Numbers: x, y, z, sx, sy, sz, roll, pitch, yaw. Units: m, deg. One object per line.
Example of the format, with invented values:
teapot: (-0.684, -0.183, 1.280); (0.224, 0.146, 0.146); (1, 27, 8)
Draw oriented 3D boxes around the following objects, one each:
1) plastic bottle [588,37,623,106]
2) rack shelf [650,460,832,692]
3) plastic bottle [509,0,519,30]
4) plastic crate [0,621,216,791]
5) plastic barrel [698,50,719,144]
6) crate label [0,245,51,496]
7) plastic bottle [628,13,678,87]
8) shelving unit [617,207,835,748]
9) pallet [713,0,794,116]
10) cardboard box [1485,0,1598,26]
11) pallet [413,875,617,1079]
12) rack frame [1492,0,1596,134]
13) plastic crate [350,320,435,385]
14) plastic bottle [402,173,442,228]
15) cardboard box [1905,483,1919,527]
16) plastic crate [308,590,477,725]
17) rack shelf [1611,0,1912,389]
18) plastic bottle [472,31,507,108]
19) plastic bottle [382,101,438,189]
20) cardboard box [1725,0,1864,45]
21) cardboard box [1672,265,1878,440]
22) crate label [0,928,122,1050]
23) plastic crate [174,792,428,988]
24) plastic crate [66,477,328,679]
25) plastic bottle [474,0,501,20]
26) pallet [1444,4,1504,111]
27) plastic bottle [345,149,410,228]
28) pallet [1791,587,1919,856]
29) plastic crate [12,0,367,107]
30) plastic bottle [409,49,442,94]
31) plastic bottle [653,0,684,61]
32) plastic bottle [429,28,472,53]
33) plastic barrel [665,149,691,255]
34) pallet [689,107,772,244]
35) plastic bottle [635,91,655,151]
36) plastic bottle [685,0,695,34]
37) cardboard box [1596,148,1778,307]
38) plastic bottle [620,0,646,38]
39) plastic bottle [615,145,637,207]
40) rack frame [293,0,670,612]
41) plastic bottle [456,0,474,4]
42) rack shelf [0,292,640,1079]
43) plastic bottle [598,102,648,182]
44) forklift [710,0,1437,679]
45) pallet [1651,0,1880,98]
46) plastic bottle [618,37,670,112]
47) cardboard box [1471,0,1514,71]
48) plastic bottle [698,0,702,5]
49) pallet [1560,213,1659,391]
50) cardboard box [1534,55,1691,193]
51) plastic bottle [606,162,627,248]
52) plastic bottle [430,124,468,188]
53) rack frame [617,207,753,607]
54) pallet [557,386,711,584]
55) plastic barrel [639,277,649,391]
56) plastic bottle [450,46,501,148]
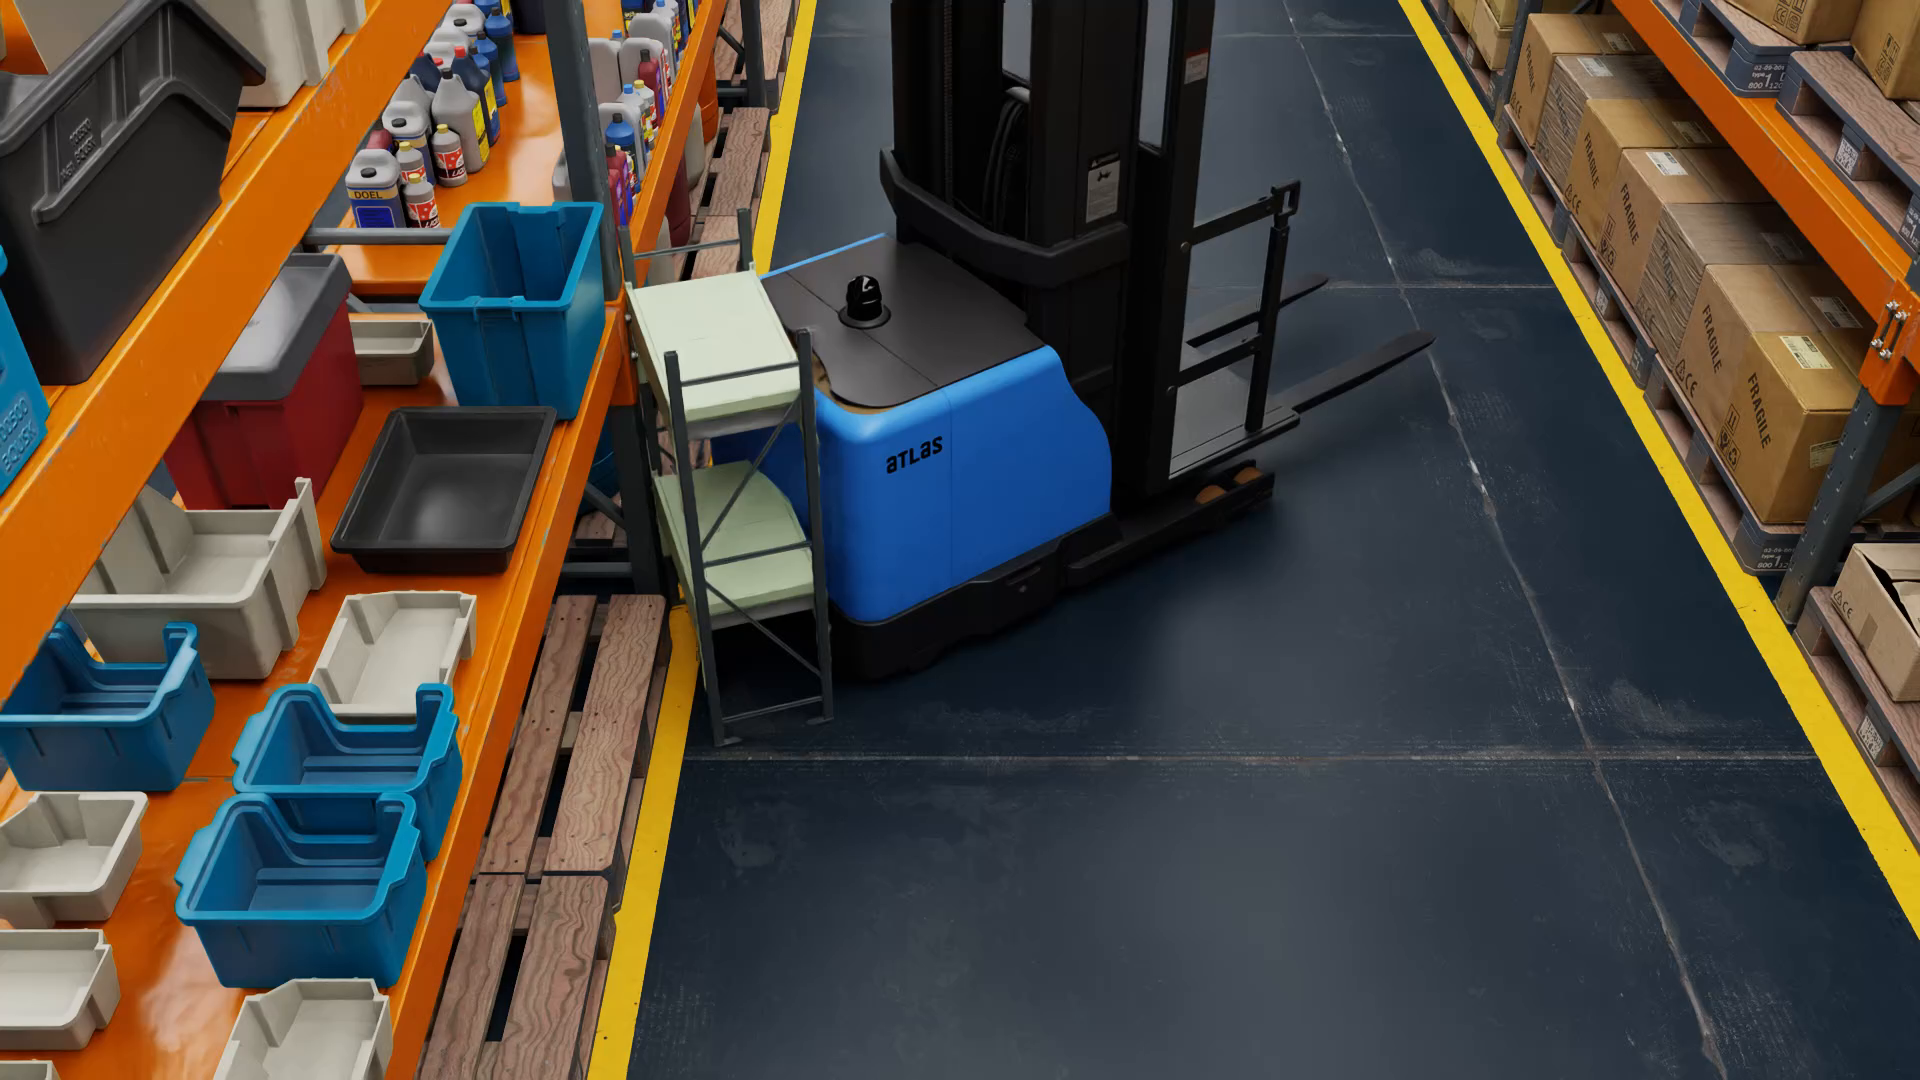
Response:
plastic bottle: (-1.312, -1.722, 6.099); (0.152, 0.276, 0.135); (0, 39, 0)
rack shelf: (-0.723, 0.080, 5.445); (0.431, 0.370, 0.720); (-12, 41, -15)
plastic bottle: (-1.866, -2.217, 6.717); (0.152, 0.276, 0.135); (0, 39, 0)
plastic crate: (-1.794, 0.357, 3.491); (0.416, 0.233, 0.300); (0, 39, 0)
plastic barrel: (-1.527, -2.414, 8.264); (0.600, 0.830, 0.708); (0, 39, 0)
crate label: (-1.213, -0.090, 1.684); (0.408, 0.251, 0.502); (0, 39, 0)
plastic bottle: (-1.161, -1.867, 6.280); (0.152, 0.276, 0.135); (0, 39, 0)
shelving unit: (-0.722, -0.173, 5.240); (0.431, 1.500, 0.755); (-12, 41, -15)
pallet: (-1.506, -2.799, 9.575); (1.003, 0.211, 1.213); (0, 39, 0)
cardboard box: (3.162, -3.042, 9.061); (0.500, 0.311, 0.500); (1, 39, 1)
pallet: (-1.496, 1.411, 4.320); (1.003, 0.211, 1.213); (0, 39, 0)
rack frame: (3.409, -3.404, 8.100); (1.000, 3.000, 0.127); (0, 39, 0)
plastic crate: (-1.682, -0.531, 4.677); (0.396, 0.136, 0.243); (0, 39, 0)
plastic bottle: (-1.739, -1.082, 5.361); (0.097, 0.201, 0.097); (0, 39, 0)
cardboard box: (3.657, -0.402, 6.000); (0.500, 0.500, 0.500); (-2, 39, -2)
plastic crate: (-1.237, 0.266, 3.682); (0.293, 0.136, 0.466); (0, 39, 0)
rack shelf: (3.411, -1.873, 6.764); (1.077, 0.370, 4.000); (0, 39, 0)
plastic bottle: (-1.740, -1.737, 6.122); (0.097, 0.271, 0.097); (0, 39, 0)
plastic bottle: (-1.864, -1.328, 5.608); (0.152, 0.276, 0.135); (0, 39, 0)
cardboard box: (3.350, -2.211, 6.194); (0.700, 0.500, 0.500); (-9, 40, -11)
cardboard box: (3.134, -0.717, 6.393); (0.500, 0.500, 0.500); (0, 39, 0)
crate label: (-1.728, 0.814, 2.999); (0.396, 0.136, 0.243); (0, 39, 0)
plastic crate: (-1.208, 0.664, 3.109); (0.416, 0.233, 0.300); (0, 39, 0)
plastic crate: (-1.722, 0.076, 3.803); (0.437, 0.282, 0.530); (0, 39, 0)
plastic bottle: (-1.832, -2.027, 6.483); (0.097, 0.271, 0.097); (0, 39, 0)
pallet: (3.447, -2.831, 9.614); (1.003, 0.211, 1.213); (0, 39, 0)
plastic bottle: (-1.863, -1.100, 5.323); (0.152, 0.276, 0.135); (0, 39, 0)
pallet: (3.413, 0.615, 5.314); (1.003, 0.211, 1.213); (0, 39, 0)
plastic crate: (-1.229, -0.911, 2.684); (0.437, 0.282, 0.530); (0, 39, 0)
plastic bottle: (-1.868, -1.573, 5.853); (0.144, 0.351, 0.185); (0, 39, 0)
plastic bottle: (-1.133, -1.999, 6.448); (0.097, 0.271, 0.097); (0, 39, 0)
plastic bottle: (-1.865, -1.728, 6.106); (0.152, 0.276, 0.135); (0, 39, 0)
plastic barrel: (-1.525, -1.614, 7.458); (0.600, 0.588, 0.708); (0, 39, 0)
pallet: (-1.502, -1.822, 8.355); (1.003, 0.211, 1.213); (0, 39, 0)
plastic bottle: (-1.133, -1.476, 5.852); (0.097, 0.201, 0.097); (0, 39, 0)
plastic bottle: (-1.116, -2.191, 6.679); (0.061, 0.283, 0.133); (0, 39, 0)
cardboard box: (3.131, -1.348, 7.181); (0.500, 0.500, 0.500); (-1, 39, -2)
plastic bottle: (-1.278, -2.060, 6.524); (0.097, 0.271, 0.097); (0, 39, 0)
plastic bottle: (-1.132, -1.209, 5.519); (0.097, 0.201, 0.097); (0, 39, 0)
rack frame: (-1.540, -0.902, 4.977); (1.000, 3.000, 0.127); (0, 39, 0)
plastic bottle: (-1.911, -2.020, 6.465); (0.061, 0.283, 0.133); (0, 39, 0)
rack shelf: (-1.537, 0.630, 3.641); (1.077, 0.370, 4.000); (0, 39, 0)
plastic bottle: (-1.160, -1.372, 5.662); (0.152, 0.276, 0.135); (0, 39, 0)
forklift: (0.585, -1.425, 5.684); (3.031, 2.935, 1.130); (-25, 45, -28)
pallet: (3.416, -2.113, 6.642); (1.003, 0.211, 1.213); (0, 39, 0)
plastic bottle: (-1.160, -1.722, 6.099); (0.152, 0.276, 0.135); (0, 39, 0)
cardboard box: (3.164, -2.824, 9.238); (0.500, 0.250, 0.500); (1, 39, 1)
plastic bottle: (-1.116, -2.390, 6.927); (0.061, 0.283, 0.133); (0, 39, 0)
pallet: (3.371, -1.088, 7.439); (1.003, 0.211, 1.213); (0, 39, 0)
cardboard box: (3.130, -1.988, 7.980); (0.500, 0.500, 0.500); (-1, 39, -2)
plastic bottle: (-1.114, -1.086, 5.300); (0.061, 0.283, 0.133); (0, 39, 0)
plastic bottle: (-1.739, -1.311, 5.646); (0.097, 0.201, 0.097); (0, 39, 0)
rack frame: (-0.840, -0.391, 5.509); (0.400, 1.500, 0.023); (-12, 41, -15)
pallet: (-1.499, -0.296, 6.451); (1.003, 0.211, 1.213); (0, 39, 0)
plastic barrel: (-1.524, -1.030, 6.479); (0.600, 0.901, 0.708); (0, 39, 0)
plastic bottle: (-1.724, -1.573, 5.853); (0.144, 0.351, 0.185); (0, 39, 0)
